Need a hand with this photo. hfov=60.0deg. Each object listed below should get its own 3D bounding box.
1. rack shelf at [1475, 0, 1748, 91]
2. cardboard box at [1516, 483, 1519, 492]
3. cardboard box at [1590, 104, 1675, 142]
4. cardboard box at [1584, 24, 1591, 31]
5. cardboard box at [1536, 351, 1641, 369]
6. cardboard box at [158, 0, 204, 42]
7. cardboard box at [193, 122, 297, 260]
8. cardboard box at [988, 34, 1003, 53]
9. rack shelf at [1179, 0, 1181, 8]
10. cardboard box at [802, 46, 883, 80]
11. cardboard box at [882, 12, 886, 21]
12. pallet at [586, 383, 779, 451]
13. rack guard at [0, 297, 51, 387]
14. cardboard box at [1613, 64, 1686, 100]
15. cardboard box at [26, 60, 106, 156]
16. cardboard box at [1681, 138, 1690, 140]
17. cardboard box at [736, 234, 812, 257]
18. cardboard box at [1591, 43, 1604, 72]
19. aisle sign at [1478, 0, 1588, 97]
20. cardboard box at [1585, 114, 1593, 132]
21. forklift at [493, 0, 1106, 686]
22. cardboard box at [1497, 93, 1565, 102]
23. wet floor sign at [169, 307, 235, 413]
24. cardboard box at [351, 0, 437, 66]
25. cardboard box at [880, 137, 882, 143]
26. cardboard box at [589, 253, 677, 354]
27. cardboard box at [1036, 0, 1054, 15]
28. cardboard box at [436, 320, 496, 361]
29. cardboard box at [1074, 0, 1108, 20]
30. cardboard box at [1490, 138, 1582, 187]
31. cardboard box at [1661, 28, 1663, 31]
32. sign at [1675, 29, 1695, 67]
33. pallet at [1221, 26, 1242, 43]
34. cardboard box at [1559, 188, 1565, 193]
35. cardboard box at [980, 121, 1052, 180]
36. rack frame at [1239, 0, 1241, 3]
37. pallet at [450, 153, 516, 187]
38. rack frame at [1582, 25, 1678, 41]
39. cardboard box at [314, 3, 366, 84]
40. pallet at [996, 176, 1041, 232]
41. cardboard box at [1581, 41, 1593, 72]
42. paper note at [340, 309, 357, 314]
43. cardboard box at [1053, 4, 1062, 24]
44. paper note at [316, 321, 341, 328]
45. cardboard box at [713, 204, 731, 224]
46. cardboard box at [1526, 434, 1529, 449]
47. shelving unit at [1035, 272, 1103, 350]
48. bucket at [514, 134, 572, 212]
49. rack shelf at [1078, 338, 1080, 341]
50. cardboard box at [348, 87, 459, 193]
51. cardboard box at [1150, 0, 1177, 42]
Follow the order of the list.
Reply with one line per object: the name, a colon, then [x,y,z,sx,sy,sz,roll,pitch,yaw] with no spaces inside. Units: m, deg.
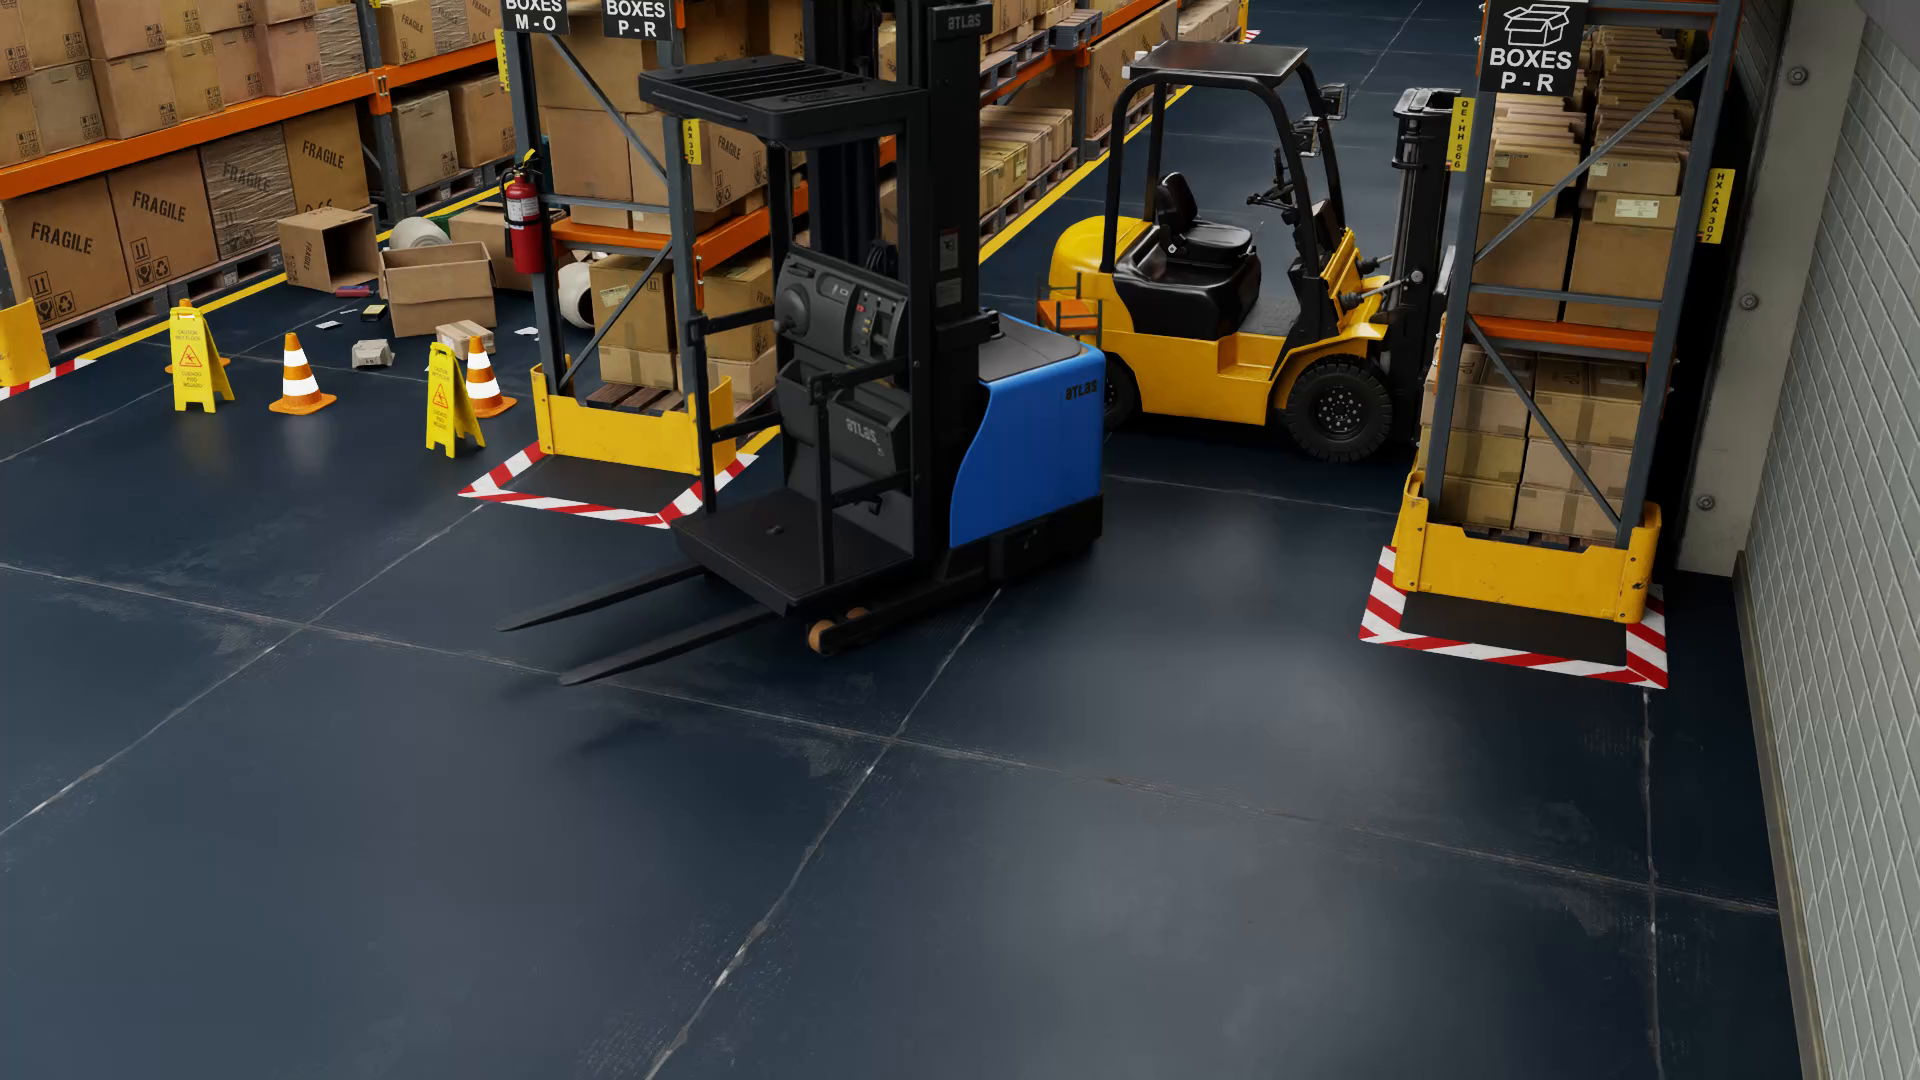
rack shelf: [3.423,-2.956,8.796,1.077,0.370,4.000,9,27,17]
cardboard box: [2.790,-0.501,9.015,0.500,0.250,0.500,9,27,17]
cardboard box: [3.425,-2.110,8.465,0.380,0.149,0.250,10,27,19]
cardboard box: [4.621,-3.991,12.691,0.380,0.149,0.250,9,27,17]
cardboard box: [3.259,-0.885,8.661,0.500,0.250,0.500,9,27,18]
cardboard box: [-6.002,-3.889,11.929,0.875,0.550,0.500,9,27,17]
cardboard box: [-5.867,-2.759,12.963,0.875,0.875,0.875,9,27,18]
cardboard box: [0.127,-4.055,13.490,0.380,0.149,0.250,9,27,18]
rack shelf: [2.734,-7.255,21.118,1.077,0.370,4.000,9,27,17]
cardboard box: [-0.840,-3.003,11.055,0.500,0.500,0.500,10,27,19]
cardboard box: [-0.944,-3.949,11.861,0.700,0.500,0.500,8,27,17]
pallet: [-1.596,-0.931,10.430,1.003,0.211,1.213,9,27,17]
rack guard: [-6.634,-1.367,11.000,1.175,0.500,0.348,9,27,17]
cardboard box: [3.940,-2.624,9.526,0.380,0.149,0.250,8,27,17]
cardboard box: [-6.383,-2.958,11.245,0.875,0.550,0.550,9,27,17]
cardboard box: [3.610,-2.064,8.712,0.380,0.149,0.250,10,27,19]
cardboard box: [-1.218,-1.631,10.490,0.500,0.500,0.500,8,27,16]
cardboard box: [4.408,-3.201,11.061,0.380,0.149,0.250,8,27,16]
aisle sign: [2.459,-2.293,7.061,0.394,0.787,0.004,9,27,17]
cardboard box: [3.864,-2.157,9.649,0.500,0.500,0.500,8,27,16]
forklift: [-0.715,-1.042,7.539,3.031,2.935,1.130,-20,32,-35]
cardboard box: [3.008,-2.295,8.848,0.380,0.149,0.250,9,27,18]
wet floor sign: [-4.768,-1.143,10.371,0.267,0.644,0.232,4,26,8]
cardboard box: [-4.866,-4.368,14.214,0.500,0.500,0.500,9,27,18]
cardboard box: [-0.748,-2.762,11.301,0.380,0.149,0.250,8,27,17]
cardboard box: [-1.904,-1.482,10.181,0.500,0.500,0.500,9,27,18]
cardboard box: [0.520,-4.832,14.351,0.500,0.500,0.500,7,27,14]
cardboard box: [-3.393,-1.374,11.417,0.250,0.149,0.380,-20,33,-36]
cardboard box: [1.138,-5.210,16.241,0.500,0.250,0.500,8,27,17]
cardboard box: [2.678,-1.756,7.734,0.380,0.149,0.250,9,27,18]
cardboard box: [5.194,-3.912,12.986,0.500,0.250,0.500,9,27,17]
sign: [4.613,-3.097,10.619,0.100,0.325,0.005,9,27,17]
pallet: [3.208,-6.806,22.564,1.003,0.211,1.213,9,27,17]
cardboard box: [2.810,-1.835,8.238,0.380,0.149,0.250,9,27,18]
cardboard box: [0.302,-3.584,15.245,0.950,0.372,0.625,8,27,16]
rack frame: [3.400,-8.401,22.659,1.000,3.000,0.127,9,27,17]
pallet: [-4.705,-3.722,16.195,1.003,0.211,1.213,9,27,17]
rack frame: [4.089,-2.751,10.990,1.000,3.000,0.127,9,27,17]
cardboard box: [-5.406,-4.060,13.521,0.875,0.550,0.550,9,27,17]
pallet: [0.069,-3.038,14.781,1.003,0.211,1.213,9,27,17]
cardboard box: [3.718,-3.011,10.326,0.380,0.149,0.250,9,27,18]
paper note: [-4.486,-1.678,12.204,0.123,0.001,0.032,-20,33,-36]
cardboard box: [0.697,-4.687,14.795,0.380,0.149,0.250,7,27,15]
paper note: [-4.517,-1.546,11.910,0.144,0.017,0.142,20,32,35]
cardboard box: [-1.546,-1.928,9.578,0.380,0.149,0.250,9,27,18]
cardboard box: [3.266,-0.655,8.760,0.500,0.250,0.500,8,27,17]
shelving unit: [0.575,-0.792,9.009,0.258,1.200,0.503,-4,26,-8]
bucket: [-3.166,-2.966,13.447,0.726,0.611,0.620,20,22,35]
rack shelf: [0.575,-0.933,8.941,0.258,0.148,0.480,-4,26,-8]
cardboard box: [-5.173,-3.590,14.823,1.050,0.750,0.750,9,27,17]
cardboard box: [1.938,-5.723,19.085,0.875,0.875,0.875,10,27,19]
